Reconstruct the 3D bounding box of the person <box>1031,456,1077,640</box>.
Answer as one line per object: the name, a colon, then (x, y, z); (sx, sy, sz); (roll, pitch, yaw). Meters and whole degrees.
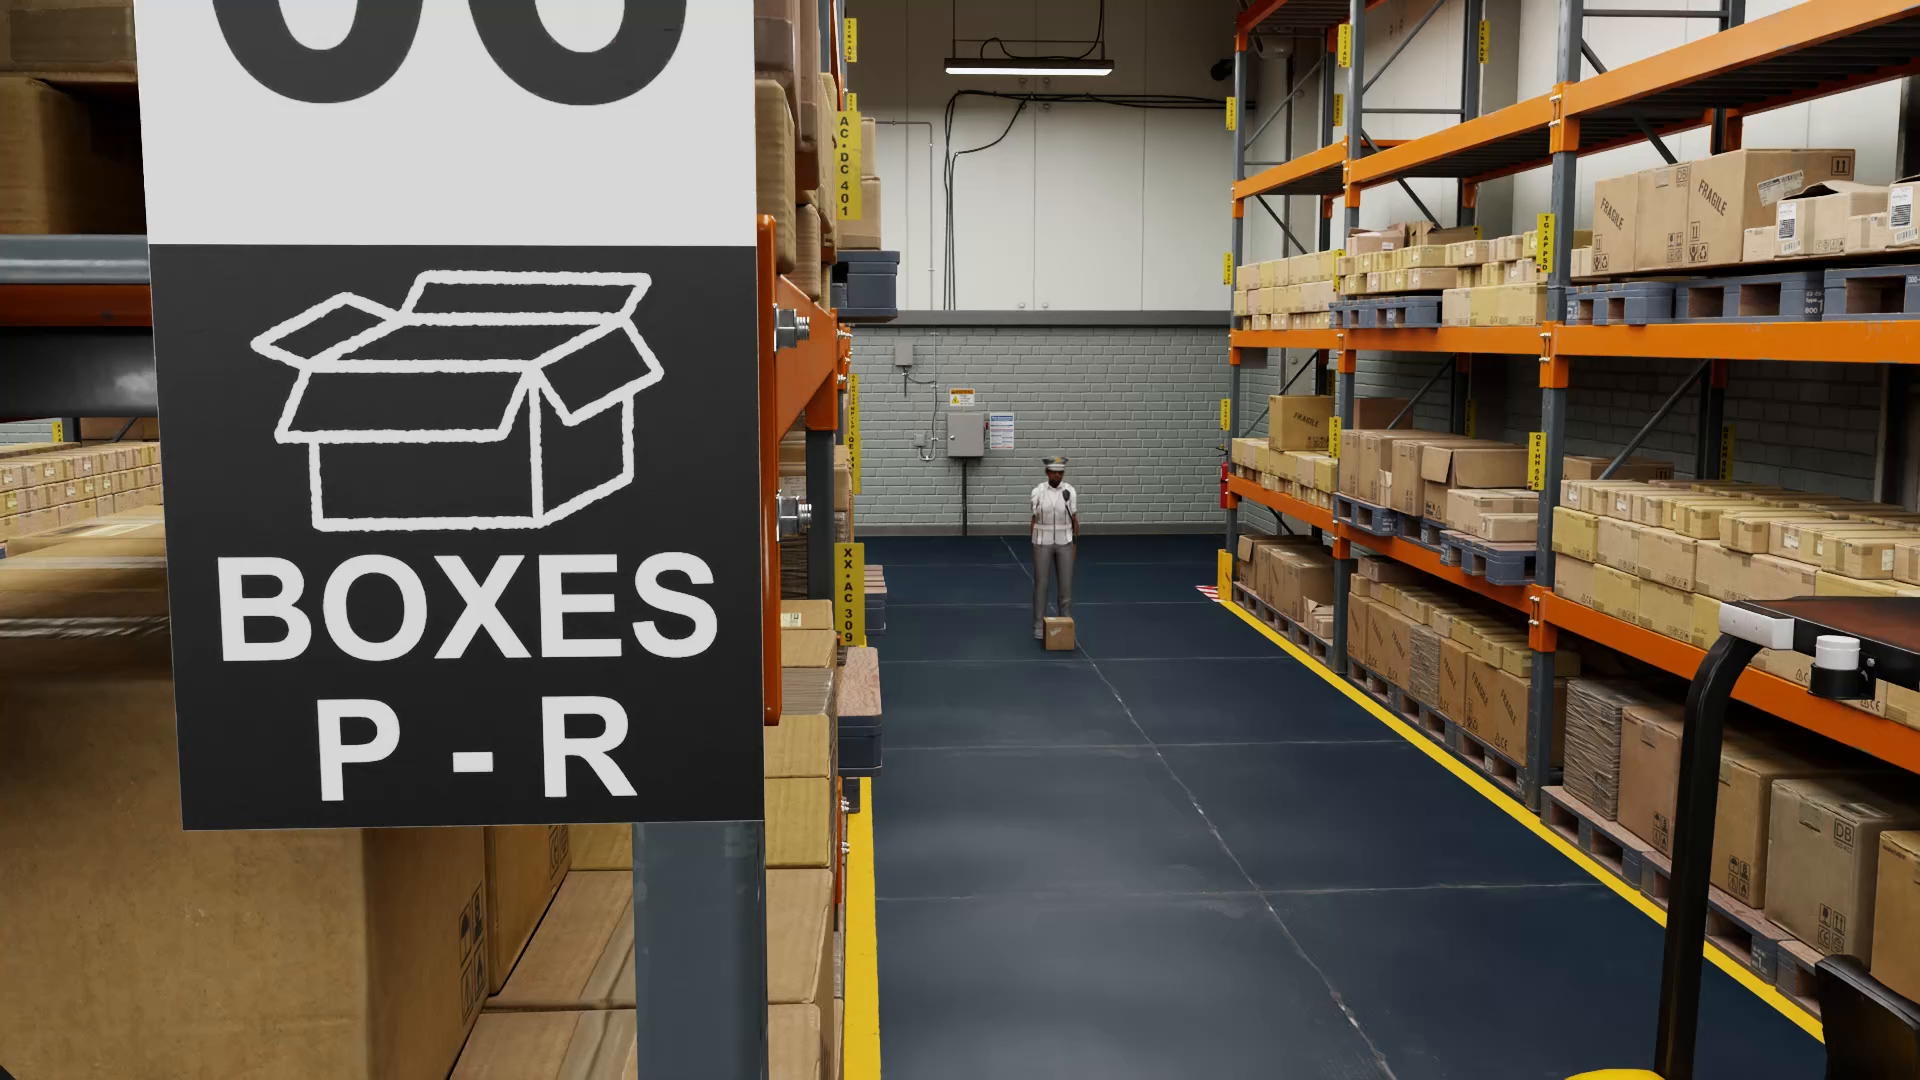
person: (0.858, 0.065, 15.172); (0.426, 1.679, 0.323); (0, 7, -2)
